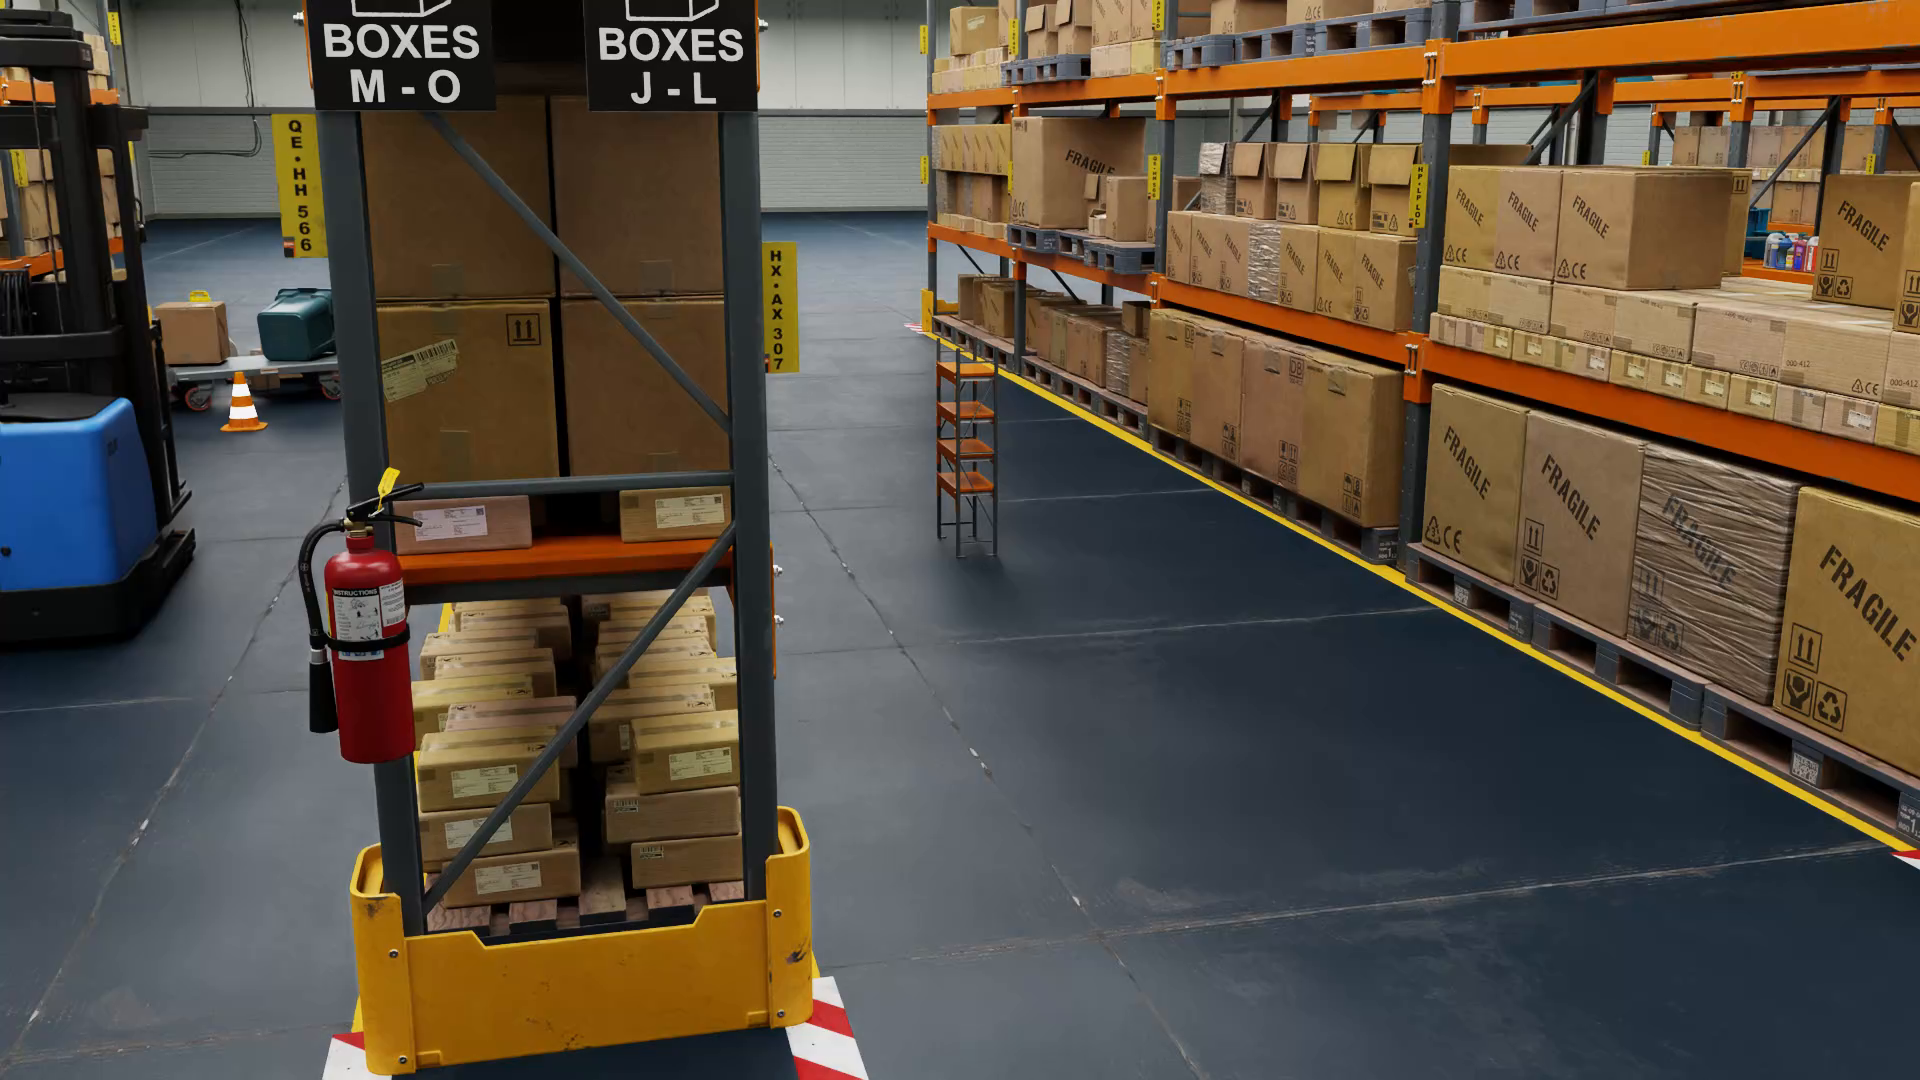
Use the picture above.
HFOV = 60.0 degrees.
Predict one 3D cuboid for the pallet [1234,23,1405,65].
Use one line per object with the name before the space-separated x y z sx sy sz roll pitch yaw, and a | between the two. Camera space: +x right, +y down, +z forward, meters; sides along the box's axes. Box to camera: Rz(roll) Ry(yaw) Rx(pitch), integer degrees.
pallet | 2.452 -3.190 10.741 1.003 0.211 1.213 -3 14 -11

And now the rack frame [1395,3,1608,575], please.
rack frame | 2.923 -1.305 8.949 1.000 3.000 0.127 -3 14 -13

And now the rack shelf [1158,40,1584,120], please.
rack shelf | 2.453 -2.874 10.567 1.077 0.370 4.000 -3 14 -13

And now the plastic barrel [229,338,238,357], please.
plastic barrel | -7.572 -1.877 16.720 0.512 0.421 0.421 7 15 26

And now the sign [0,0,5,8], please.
sign | -8.050 -4.530 13.908 0.100 0.325 0.005 -3 14 -13

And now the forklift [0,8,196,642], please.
forklift | -4.843 -1.228 8.778 1.130 2.935 3.031 -4 14 -16

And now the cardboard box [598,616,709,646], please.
cardboard box | -1.087 0.384 5.905 0.380 0.149 0.250 -3 14 -11

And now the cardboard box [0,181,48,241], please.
cardboard box | -8.421 -2.908 14.674 0.500 0.500 0.500 -3 14 -13

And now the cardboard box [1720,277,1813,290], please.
cardboard box | 3.526 -1.053 7.604 0.500 0.250 0.500 -3 14 -12

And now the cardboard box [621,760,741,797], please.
cardboard box | -0.866 0.706 5.213 0.380 0.149 0.250 -3 14 -13

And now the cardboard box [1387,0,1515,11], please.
cardboard box | 2.777 -3.148 9.076 0.700 0.500 0.500 -3 14 -12

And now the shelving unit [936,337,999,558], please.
shelving unit | 0.039 -0.545 9.628 0.258 1.200 0.503 -3 14 -13

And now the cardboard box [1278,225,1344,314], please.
cardboard box | 2.309 -1.681 10.277 0.500 0.500 0.500 -3 14 -14

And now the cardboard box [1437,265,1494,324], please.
cardboard box | 2.779 -1.254 8.428 0.500 0.250 0.500 -4 14 -14

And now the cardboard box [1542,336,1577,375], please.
cardboard box | 2.917 -0.855 7.637 0.380 0.149 0.250 -3 14 -14

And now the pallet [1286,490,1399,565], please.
pallet | 2.668 -0.124 9.991 1.003 0.211 1.213 -3 14 -13

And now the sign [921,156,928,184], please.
sign | -0.423 -4.464 20.053 0.100 0.325 0.005 -3 14 -13

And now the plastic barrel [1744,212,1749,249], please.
plastic barrel | 6.394 -2.660 14.209 0.600 0.536 0.708 -3 14 -13

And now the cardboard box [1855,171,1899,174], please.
cardboard box | 10.402 -4.116 18.878 0.380 0.149 0.250 -3 14 -13

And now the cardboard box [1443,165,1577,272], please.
cardboard box | 2.787 -1.616 8.332 0.500 0.500 0.500 -3 14 -13

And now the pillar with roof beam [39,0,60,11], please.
pillar with roof beam | -16.517 -11.724 38.952 9.100 9.000 0.400 -3 14 -13

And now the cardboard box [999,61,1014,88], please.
cardboard box | 0.683 -4.626 16.535 0.500 0.250 0.500 -3 14 -11

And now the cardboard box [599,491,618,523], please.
cardboard box | -0.840 -0.157 4.777 0.380 0.149 0.250 -3 14 -11

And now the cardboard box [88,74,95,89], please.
cardboard box | -9.053 -4.671 16.933 0.380 0.149 0.250 -3 14 -11

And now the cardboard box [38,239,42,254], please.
cardboard box | -8.461 -2.622 14.869 0.380 0.149 0.250 -3 14 -12

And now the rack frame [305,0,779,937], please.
rack frame | -0.983 -0.129 4.136 1.000 3.000 0.127 -3 14 -13

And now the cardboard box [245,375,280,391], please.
cardboard box | -6.694 -1.578 15.825 0.396 0.266 0.258 10 17 35

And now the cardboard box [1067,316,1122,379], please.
cardboard box | 1.393 -1.767 15.180 0.700 0.500 0.500 -5 14 -18

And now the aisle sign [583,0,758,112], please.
aisle sign | -0.674 -1.392 3.826 0.394 0.787 0.004 -3 14 -13

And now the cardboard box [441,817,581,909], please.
cardboard box | -1.309 0.942 4.873 0.380 0.149 0.250 -3 14 -12

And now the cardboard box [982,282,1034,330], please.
cardboard box | 0.537 -2.637 18.781 0.500 0.500 0.500 -2 14 -8

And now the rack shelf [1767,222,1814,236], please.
rack shelf | 10.204 -3.814 20.733 1.077 0.370 4.000 -3 14 -13

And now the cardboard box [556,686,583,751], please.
cardboard box | -1.471 0.614 5.590 0.380 0.149 0.250 -3 14 -14

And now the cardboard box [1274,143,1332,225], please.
cardboard box | 2.454 -2.289 10.653 0.797 0.503 0.637 -3 14 -11

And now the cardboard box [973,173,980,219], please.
cardboard box | 0.623 -3.796 18.306 0.875 0.500 0.500 -3 14 -13

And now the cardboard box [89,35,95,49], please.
cardboard box | -9.139 -5.120 17.094 0.380 0.149 0.250 -3 14 -12

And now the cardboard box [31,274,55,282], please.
cardboard box | -8.436 -2.329 15.103 0.380 0.149 0.250 -3 14 -12

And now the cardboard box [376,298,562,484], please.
cardboard box | -1.338 -0.412 4.454 0.500 0.500 0.500 -3 14 -12

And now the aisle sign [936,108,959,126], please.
aisle sign | -0.202 -5.334 19.961 0.394 0.787 0.004 -3 14 -13

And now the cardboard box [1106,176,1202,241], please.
cardboard box | 1.589 -2.726 13.669 0.700 0.500 0.500 -1 14 -5

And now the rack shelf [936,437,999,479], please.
rack shelf | 0.039 -0.479 9.644 0.258 0.148 0.480 -3 14 -13

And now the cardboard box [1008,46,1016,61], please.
cardboard box | 0.687 -4.787 16.358 0.380 0.149 0.250 -3 14 -11

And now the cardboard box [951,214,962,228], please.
cardboard box | 0.103 -3.699 19.275 0.380 0.149 0.250 -3 14 -13

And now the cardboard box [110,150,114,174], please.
cardboard box | -9.085 -3.977 16.941 0.700 0.500 0.500 -3 14 -13

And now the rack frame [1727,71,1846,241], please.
rack frame | 6.798 -2.504 13.856 1.000 3.000 0.127 -3 14 -13

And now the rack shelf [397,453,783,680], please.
rack shelf | -1.452 -0.241 6.109 1.077 0.370 4.000 -3 14 -13

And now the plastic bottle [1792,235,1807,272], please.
plastic bottle | 6.618 -2.251 13.066 0.061 0.283 0.133 -3 14 -13

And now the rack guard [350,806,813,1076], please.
rack guard | -1.001 1.068 4.504 1.175 0.500 0.348 -3 14 -13

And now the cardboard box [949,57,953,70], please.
cardboard box | 0.085 -5.392 18.831 0.380 0.149 0.250 -3 14 -11

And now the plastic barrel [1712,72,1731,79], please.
plastic barrel | 6.816 -4.406 14.265 0.600 0.901 0.600 0 14 0

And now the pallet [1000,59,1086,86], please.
pallet | 1.085 -4.368 15.562 1.213 0.211 1.003 -3 14 -13

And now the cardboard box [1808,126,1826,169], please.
cardboard box | 10.444 -4.599 19.488 0.700 0.500 0.500 -3 14 -13

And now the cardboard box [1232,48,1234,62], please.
cardboard box | 2.120 -3.735 12.889 0.500 0.250 0.500 -3 14 -12

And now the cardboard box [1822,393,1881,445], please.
cardboard box | 3.338 -0.442 5.946 0.380 0.149 0.250 -3 14 -13

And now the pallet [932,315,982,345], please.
pallet | 0.279 -2.512 19.764 1.003 0.211 1.213 -3 14 -13

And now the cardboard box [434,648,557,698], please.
cardboard box | -1.540 0.478 5.520 0.380 0.149 0.250 -4 14 -15

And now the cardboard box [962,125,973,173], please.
cardboard box | 0.322 -4.264 18.116 0.500 0.500 0.500 -3 14 -13
